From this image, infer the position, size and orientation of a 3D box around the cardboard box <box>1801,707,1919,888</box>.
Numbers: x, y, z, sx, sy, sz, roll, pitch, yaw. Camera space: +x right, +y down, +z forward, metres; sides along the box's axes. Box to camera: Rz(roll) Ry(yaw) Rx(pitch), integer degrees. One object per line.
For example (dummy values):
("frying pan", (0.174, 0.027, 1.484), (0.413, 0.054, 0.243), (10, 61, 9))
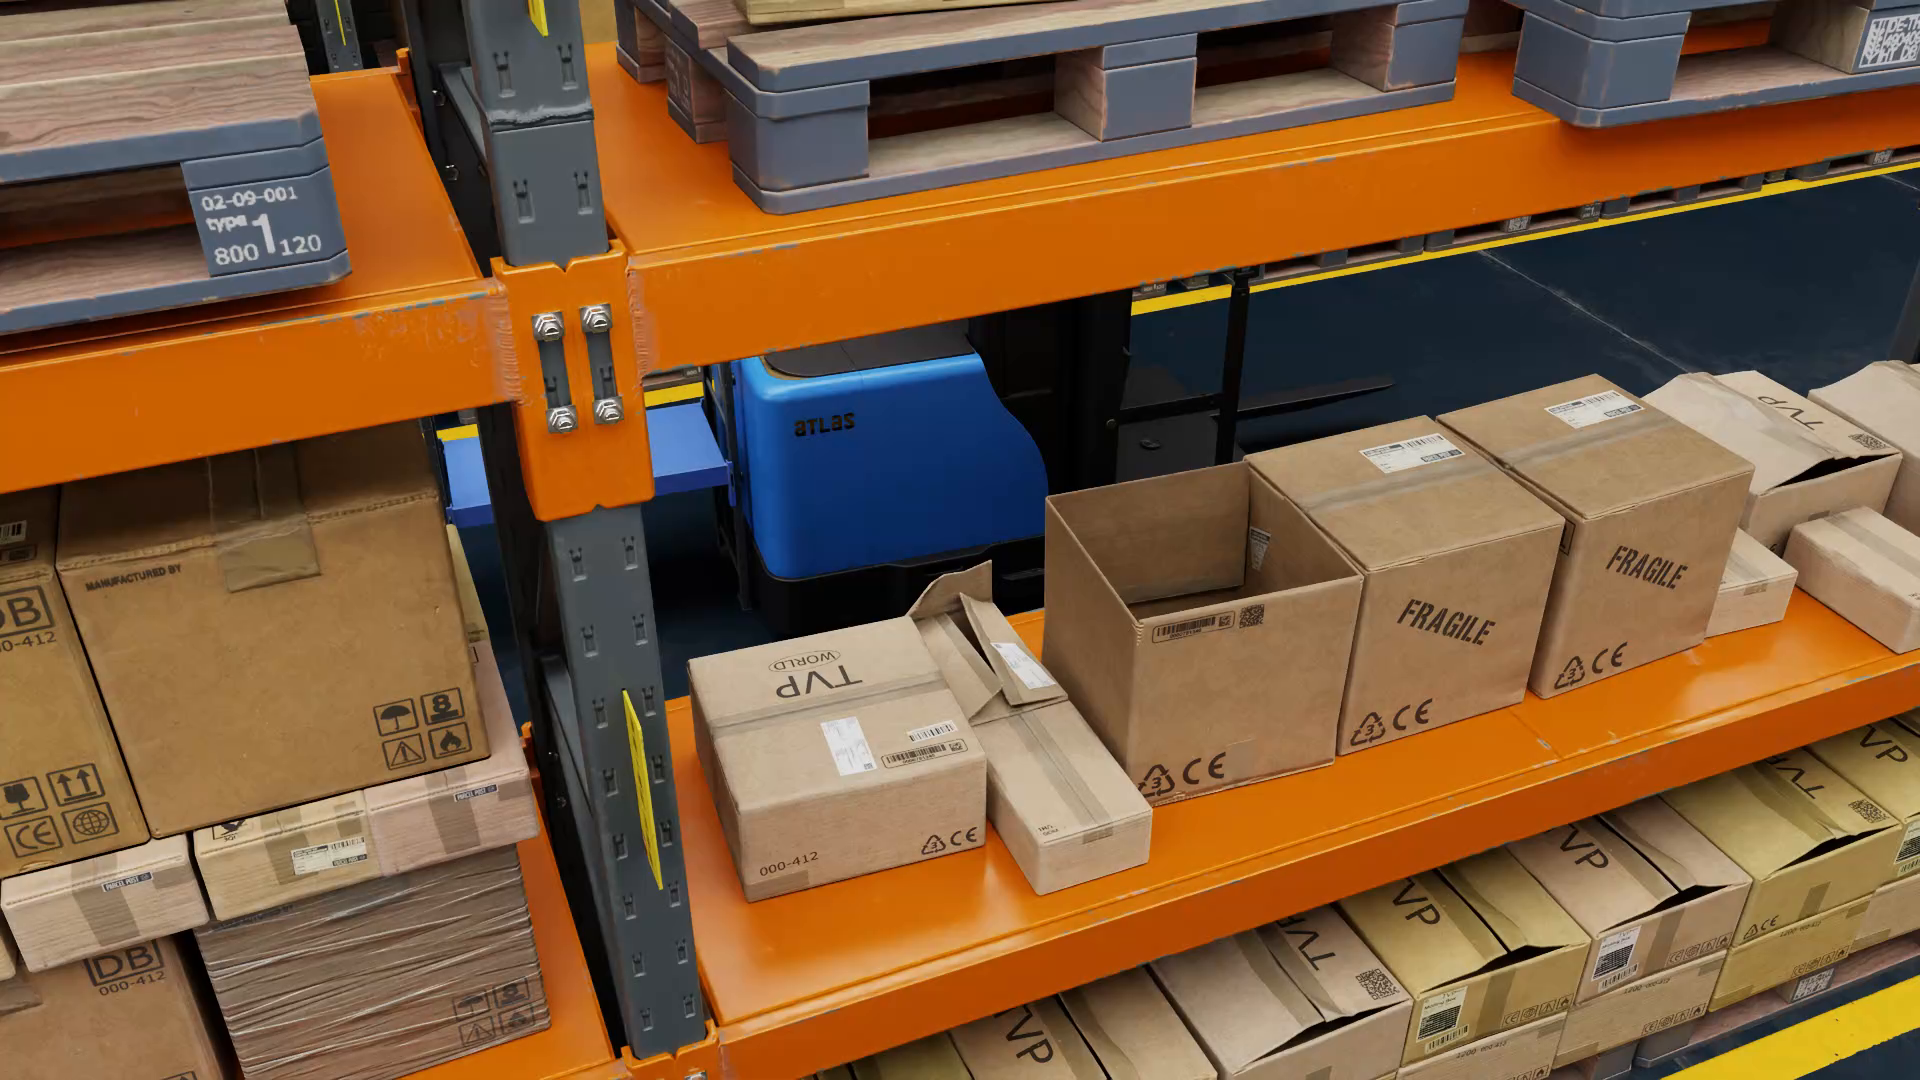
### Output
("cardboard box", (2.600, 0.634, 4.647), (0.500, 0.311, 0.500), (-12, 35, -18))

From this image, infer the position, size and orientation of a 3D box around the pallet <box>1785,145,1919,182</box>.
("pallet", (5.486, -2.629, 10.597), (1.213, 0.211, 1.003), (-13, 35, -19))

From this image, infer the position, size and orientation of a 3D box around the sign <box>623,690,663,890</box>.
("sign", (-0.484, 0.385, 2.541), (0.005, 0.325, 0.100), (-13, 35, -19))

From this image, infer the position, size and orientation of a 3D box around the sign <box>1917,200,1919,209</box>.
("sign", (2.769, -1.065, 4.647), (0.005, 0.325, 0.100), (-13, 35, -19))

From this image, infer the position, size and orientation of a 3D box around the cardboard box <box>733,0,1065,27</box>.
("cardboard box", (-0.129, -0.993, 2.528), (0.500, 0.250, 0.500), (-9, 34, -14))

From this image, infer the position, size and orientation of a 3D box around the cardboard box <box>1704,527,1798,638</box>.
("cardboard box", (1.834, 0.061, 4.136), (0.250, 0.149, 0.380), (-10, 34, -15))

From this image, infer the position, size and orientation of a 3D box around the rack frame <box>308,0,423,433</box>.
("rack frame", (-2.622, -1.988, 7.054), (0.127, 3.000, 1.000), (-13, 35, -19))

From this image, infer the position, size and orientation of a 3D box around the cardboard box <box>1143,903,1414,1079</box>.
("cardboard box", (0.717, 1.069, 3.978), (0.500, 0.311, 0.500), (-14, 36, -20))

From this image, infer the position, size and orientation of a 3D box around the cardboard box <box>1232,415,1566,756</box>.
("cardboard box", (0.961, 0.090, 3.770), (0.500, 0.500, 0.500), (-13, 35, -19))

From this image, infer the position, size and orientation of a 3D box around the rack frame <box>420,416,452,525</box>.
("rack frame", (-1.852, -0.312, 5.854), (0.032, 1.500, 0.500), (-10, 34, -15))

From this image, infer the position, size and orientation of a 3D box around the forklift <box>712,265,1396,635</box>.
("forklift", (0.597, -1.337, 6.117), (3.031, 2.935, 1.130), (-10, 34, -15))

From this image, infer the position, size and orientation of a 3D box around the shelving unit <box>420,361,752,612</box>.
("shelving unit", (-1.370, -0.399, 5.988), (1.048, 1.500, 0.538), (-10, 34, -15))

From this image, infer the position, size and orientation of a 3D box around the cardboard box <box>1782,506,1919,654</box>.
("cardboard box", (2.265, 0.092, 4.088), (0.250, 0.149, 0.380), (-13, 35, -19))

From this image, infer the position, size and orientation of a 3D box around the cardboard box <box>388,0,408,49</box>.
("cardboard box", (-2.139, -2.304, 7.046), (0.500, 0.500, 0.700), (-13, 35, -19))

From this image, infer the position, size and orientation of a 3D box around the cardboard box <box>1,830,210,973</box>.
("cardboard box", (-1.338, 0.462, 2.604), (0.250, 0.149, 0.380), (-14, 36, -20))

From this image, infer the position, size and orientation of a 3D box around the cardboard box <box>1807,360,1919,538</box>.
("cardboard box", (2.635, -0.250, 4.465), (0.500, 0.311, 0.500), (-11, 35, -16))

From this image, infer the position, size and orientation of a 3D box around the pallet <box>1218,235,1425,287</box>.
("pallet", (1.823, -1.792, 9.310), (1.213, 0.211, 1.003), (-13, 35, -19))

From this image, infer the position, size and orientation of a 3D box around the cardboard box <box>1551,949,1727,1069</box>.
("cardboard box", (1.658, 1.084, 4.470), (0.500, 0.250, 0.500), (-12, 35, -18))

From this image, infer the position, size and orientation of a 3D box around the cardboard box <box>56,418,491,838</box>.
("cardboard box", (-1.107, 0.014, 2.697), (0.500, 0.500, 0.700), (-13, 35, -19))

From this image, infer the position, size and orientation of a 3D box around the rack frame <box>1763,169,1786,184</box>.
("rack frame", (4.755, -3.677, 9.650), (0.127, 3.000, 1.000), (-13, 35, -19))

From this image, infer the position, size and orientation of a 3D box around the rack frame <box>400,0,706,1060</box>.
("rack frame", (-0.701, 0.503, 3.227), (0.127, 3.000, 1.000), (-13, 35, -19))

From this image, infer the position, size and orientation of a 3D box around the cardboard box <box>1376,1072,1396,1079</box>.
("cardboard box", (0.716, 1.300, 4.137), (0.500, 0.250, 0.500), (-14, 36, -20))

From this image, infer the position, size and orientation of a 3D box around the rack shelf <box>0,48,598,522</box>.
("rack shelf", (-2.545, -0.031, 1.956), (4.000, 0.370, 1.077), (-13, 35, -19))

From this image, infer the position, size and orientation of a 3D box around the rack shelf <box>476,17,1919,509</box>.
("rack shelf", (1.144, -0.875, 3.254), (4.000, 0.370, 1.077), (-13, 35, -19))

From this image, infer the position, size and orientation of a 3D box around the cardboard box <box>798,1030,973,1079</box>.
("cardboard box", (-0.223, 1.282, 3.651), (0.500, 0.311, 0.500), (-13, 35, -19))

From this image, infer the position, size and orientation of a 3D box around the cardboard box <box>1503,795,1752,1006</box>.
("cardboard box", (1.657, 0.852, 4.312), (0.500, 0.311, 0.500), (-13, 35, -19))

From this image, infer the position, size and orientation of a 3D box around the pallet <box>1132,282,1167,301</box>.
("pallet", (0.345, -1.499, 8.860), (1.213, 0.211, 1.003), (-13, 35, -19))

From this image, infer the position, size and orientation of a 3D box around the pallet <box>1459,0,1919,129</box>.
("pallet", (1.367, -1.094, 3.104), (1.213, 0.211, 1.003), (-11, 35, -17))

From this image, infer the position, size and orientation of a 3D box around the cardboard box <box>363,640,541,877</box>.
("cardboard box", (-0.868, 0.354, 2.769), (0.250, 0.149, 0.380), (-13, 35, -19))

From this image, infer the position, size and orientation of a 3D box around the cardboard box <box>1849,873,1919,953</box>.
("cardboard box", (2.597, 0.868, 4.801), (0.500, 0.250, 0.500), (-12, 35, -18))

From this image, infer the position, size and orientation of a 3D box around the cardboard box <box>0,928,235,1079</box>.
("cardboard box", (-1.591, 0.672, 2.875), (0.500, 0.500, 0.700), (-13, 35, -19))

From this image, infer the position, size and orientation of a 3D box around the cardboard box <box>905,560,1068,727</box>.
("cardboard box", (0.039, 0.281, 3.691), (0.258, 0.266, 0.396), (-14, 35, -20))

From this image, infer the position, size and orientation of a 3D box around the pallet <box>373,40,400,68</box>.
("pallet", (-1.861, -1.995, 7.242), (1.213, 0.211, 1.003), (-13, 35, -19))

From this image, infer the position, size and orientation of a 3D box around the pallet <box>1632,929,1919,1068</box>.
("pallet", (2.213, 0.981, 5.049), (1.213, 0.211, 1.003), (-13, 35, -19))
